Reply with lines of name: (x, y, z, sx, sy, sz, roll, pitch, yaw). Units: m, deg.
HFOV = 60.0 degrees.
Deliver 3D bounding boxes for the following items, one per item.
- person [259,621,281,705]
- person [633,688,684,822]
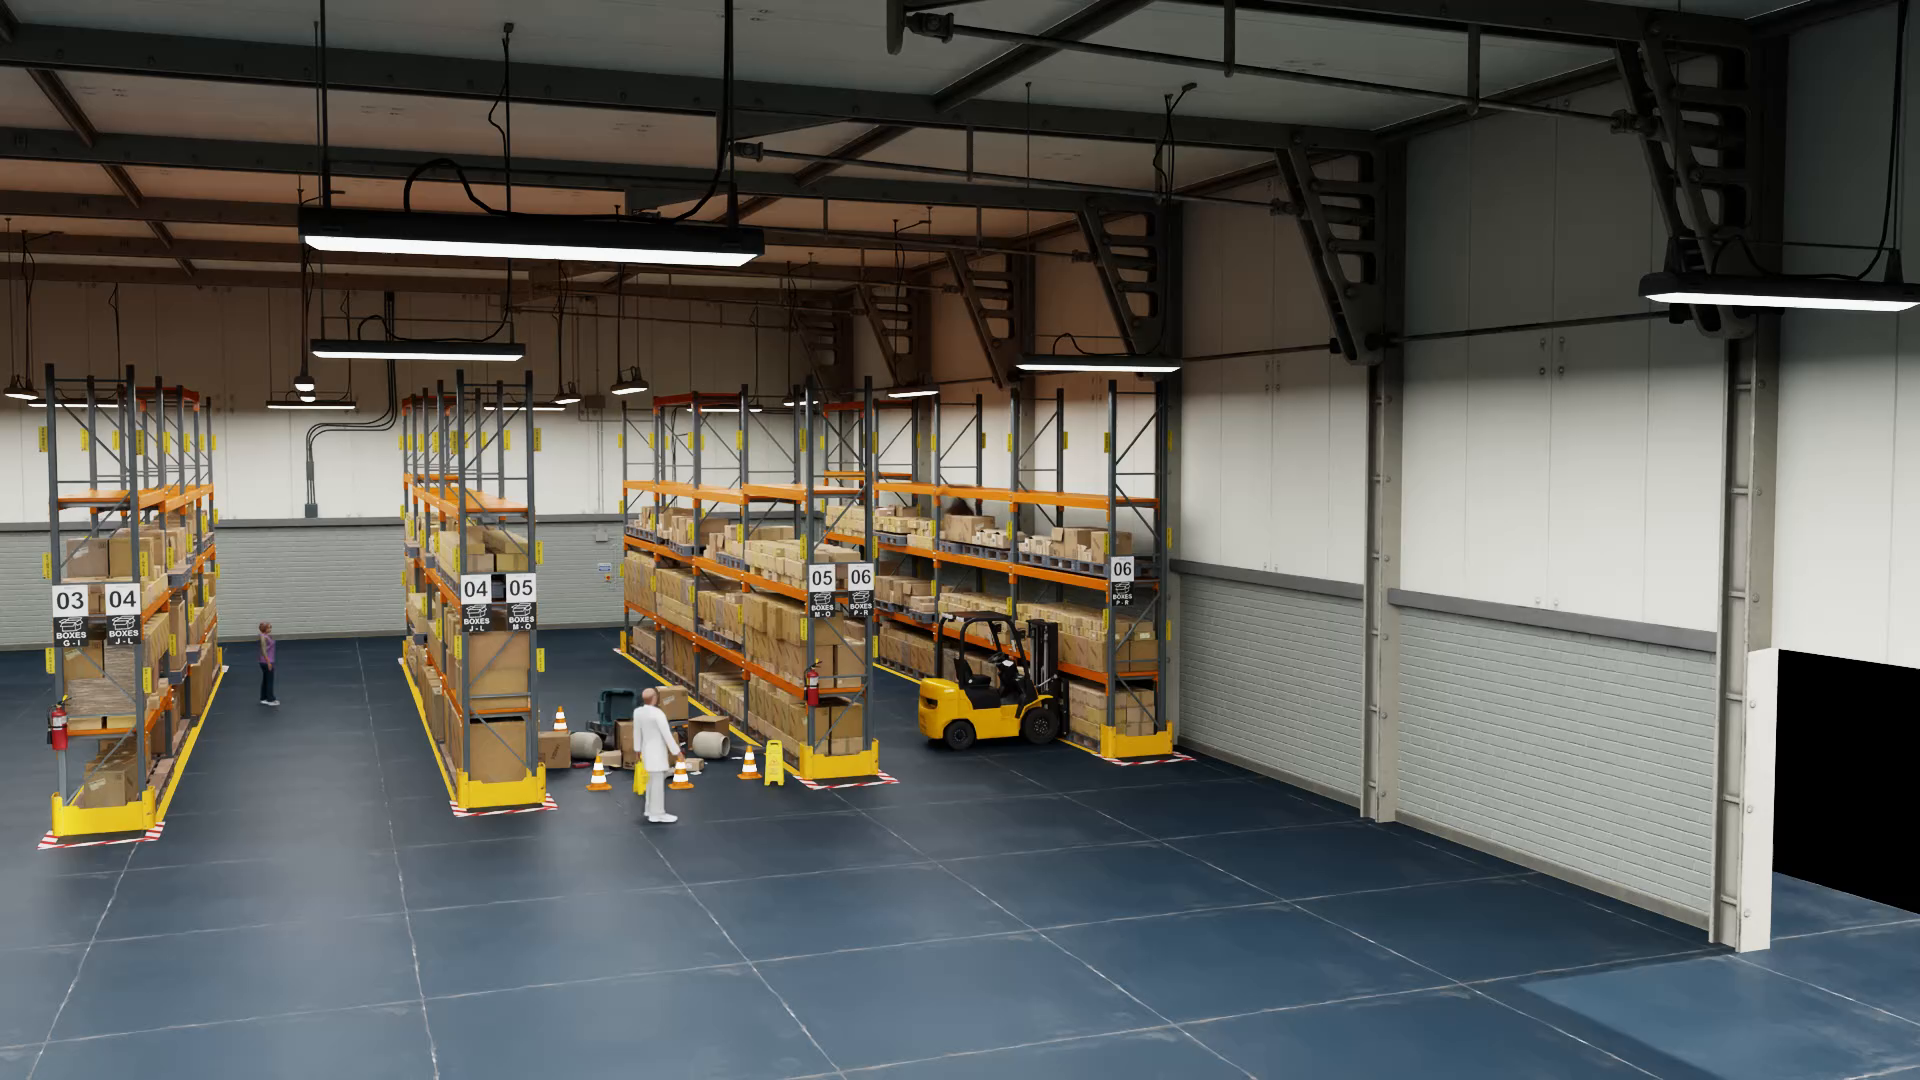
person: (-13.159, 2.347, 31.685, 0.363, 1.598, 0.500, -2, 4, -28)
person: (-3.992, 2.846, 21.993, 0.591, 1.820, 0.656, -2, 4, -27)
